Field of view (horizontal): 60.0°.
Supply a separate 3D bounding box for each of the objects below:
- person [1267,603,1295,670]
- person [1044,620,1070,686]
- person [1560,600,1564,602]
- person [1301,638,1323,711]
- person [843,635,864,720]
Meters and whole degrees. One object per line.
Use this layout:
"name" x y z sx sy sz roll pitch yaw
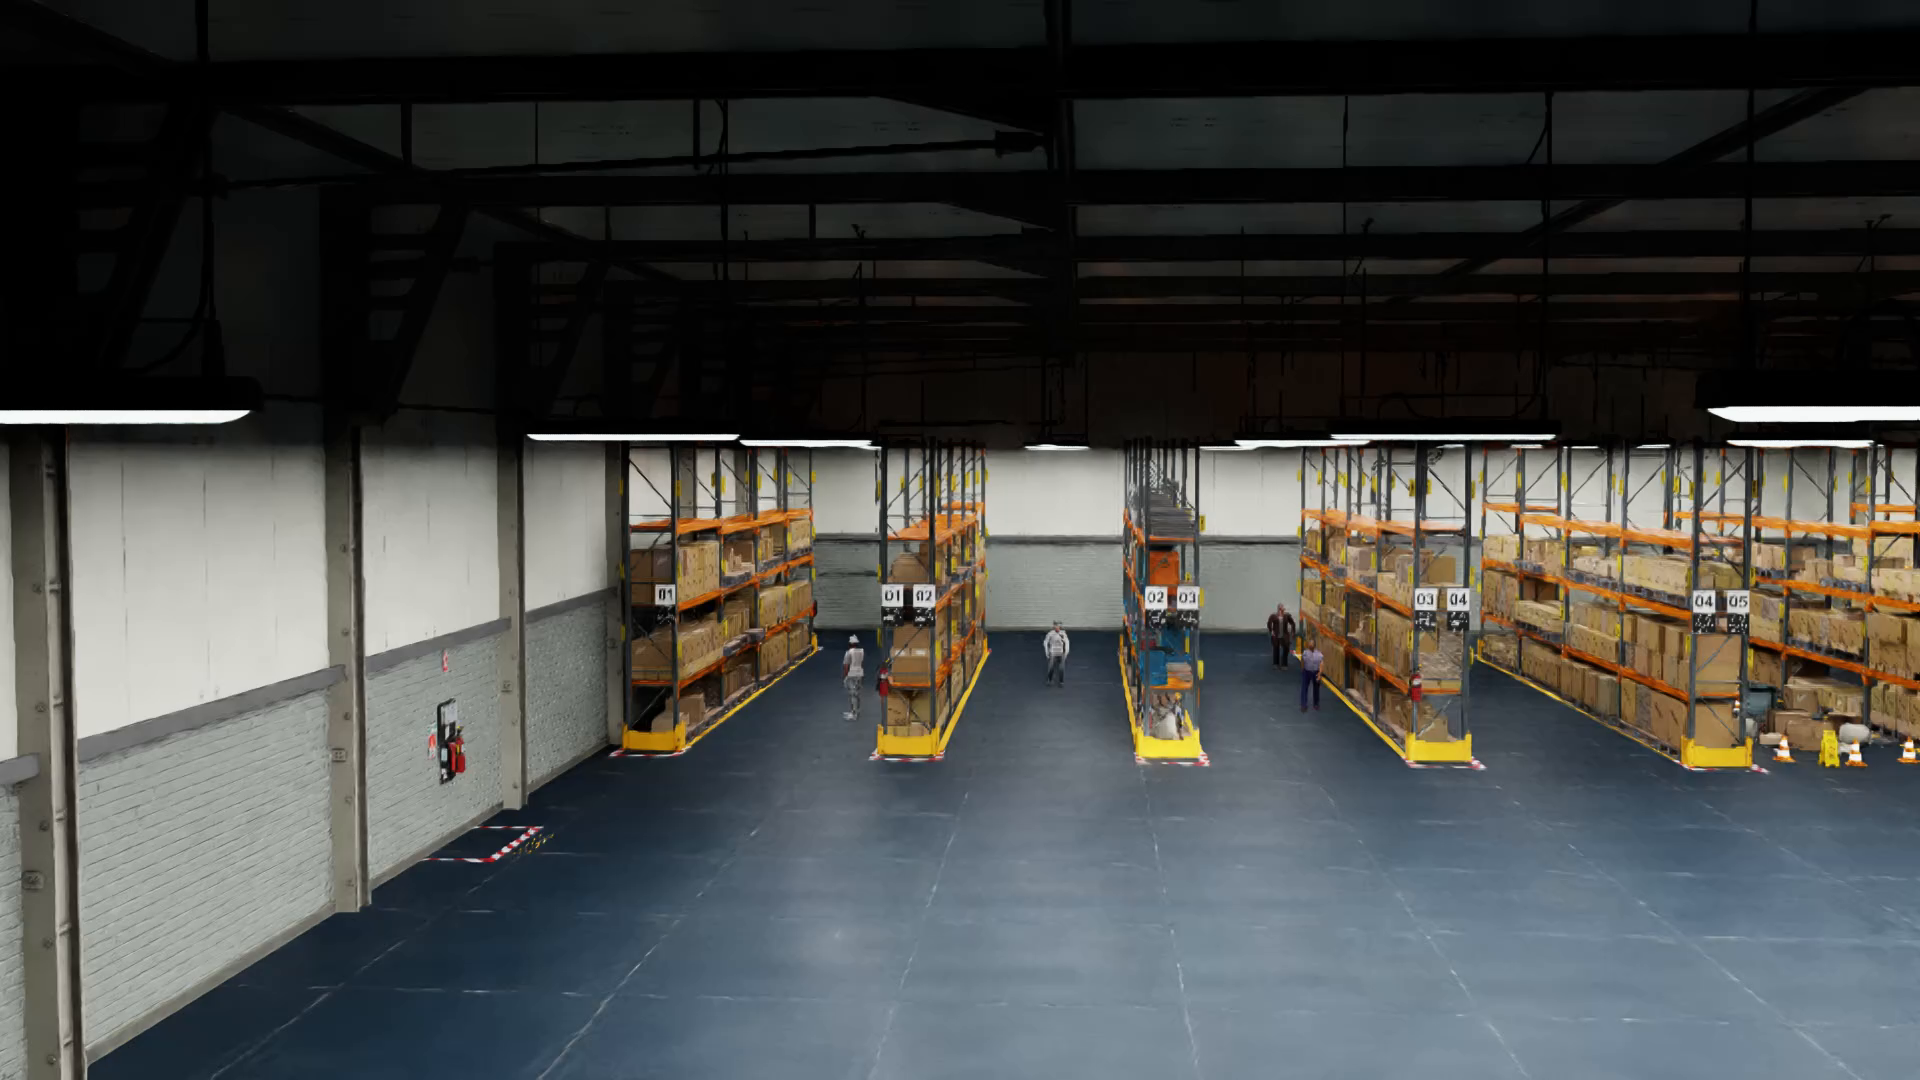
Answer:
"person" 8.434 2.562 43.677 0.748 1.645 0.741 0 3 9
"person" 2.354 2.748 40.509 0.639 1.632 0.506 0 3 3
"person" 16.454 2.464 45.322 0.435 1.671 0.492 -1 3 -22
"person" 7.764 2.955 36.651 0.479 1.577 0.985 1 3 14
"person" -2.317 2.916 35.460 0.497 1.784 0.614 2 4 35
